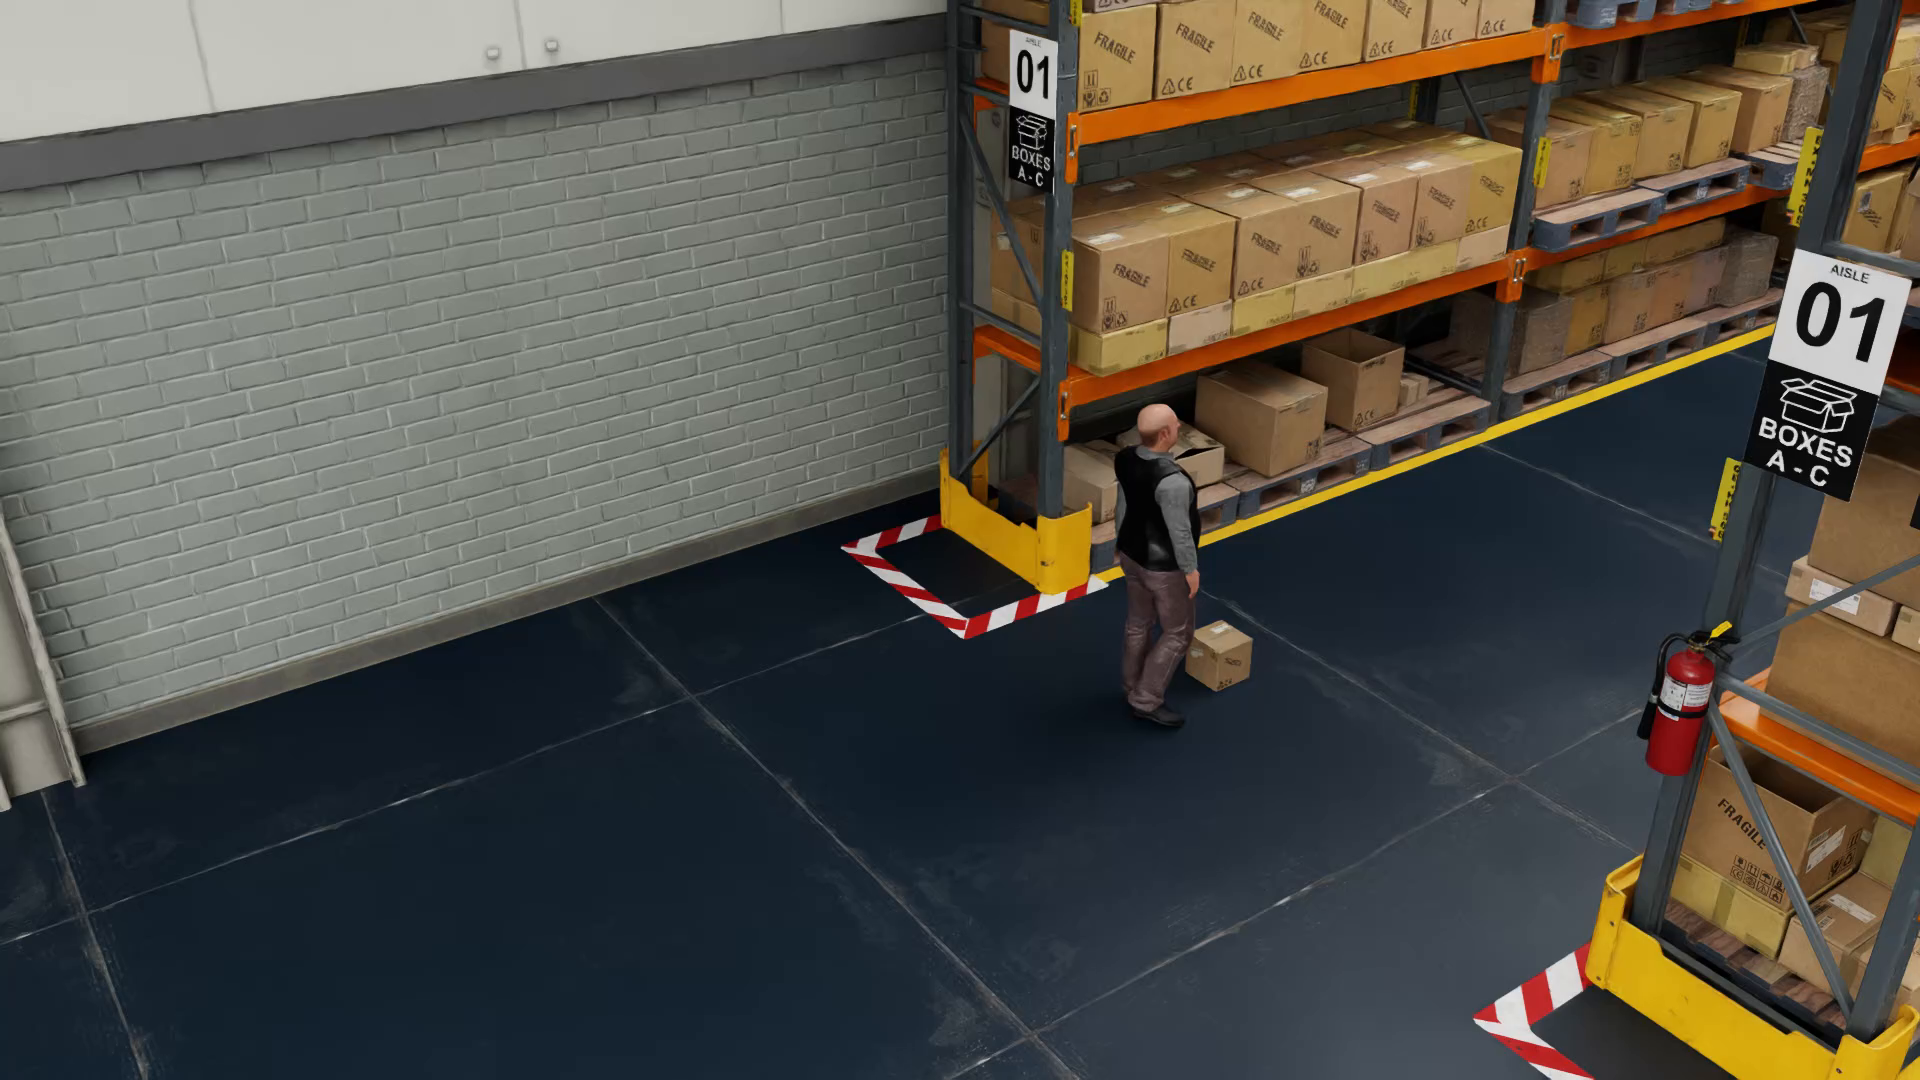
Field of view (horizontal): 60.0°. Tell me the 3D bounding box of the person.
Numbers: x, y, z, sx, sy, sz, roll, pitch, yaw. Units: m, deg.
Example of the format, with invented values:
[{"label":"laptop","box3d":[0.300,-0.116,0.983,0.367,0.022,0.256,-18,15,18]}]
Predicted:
[{"label":"person","box3d":[0.993,0.107,8.431,0.399,1.726,0.561,-16,32,-27]}]
